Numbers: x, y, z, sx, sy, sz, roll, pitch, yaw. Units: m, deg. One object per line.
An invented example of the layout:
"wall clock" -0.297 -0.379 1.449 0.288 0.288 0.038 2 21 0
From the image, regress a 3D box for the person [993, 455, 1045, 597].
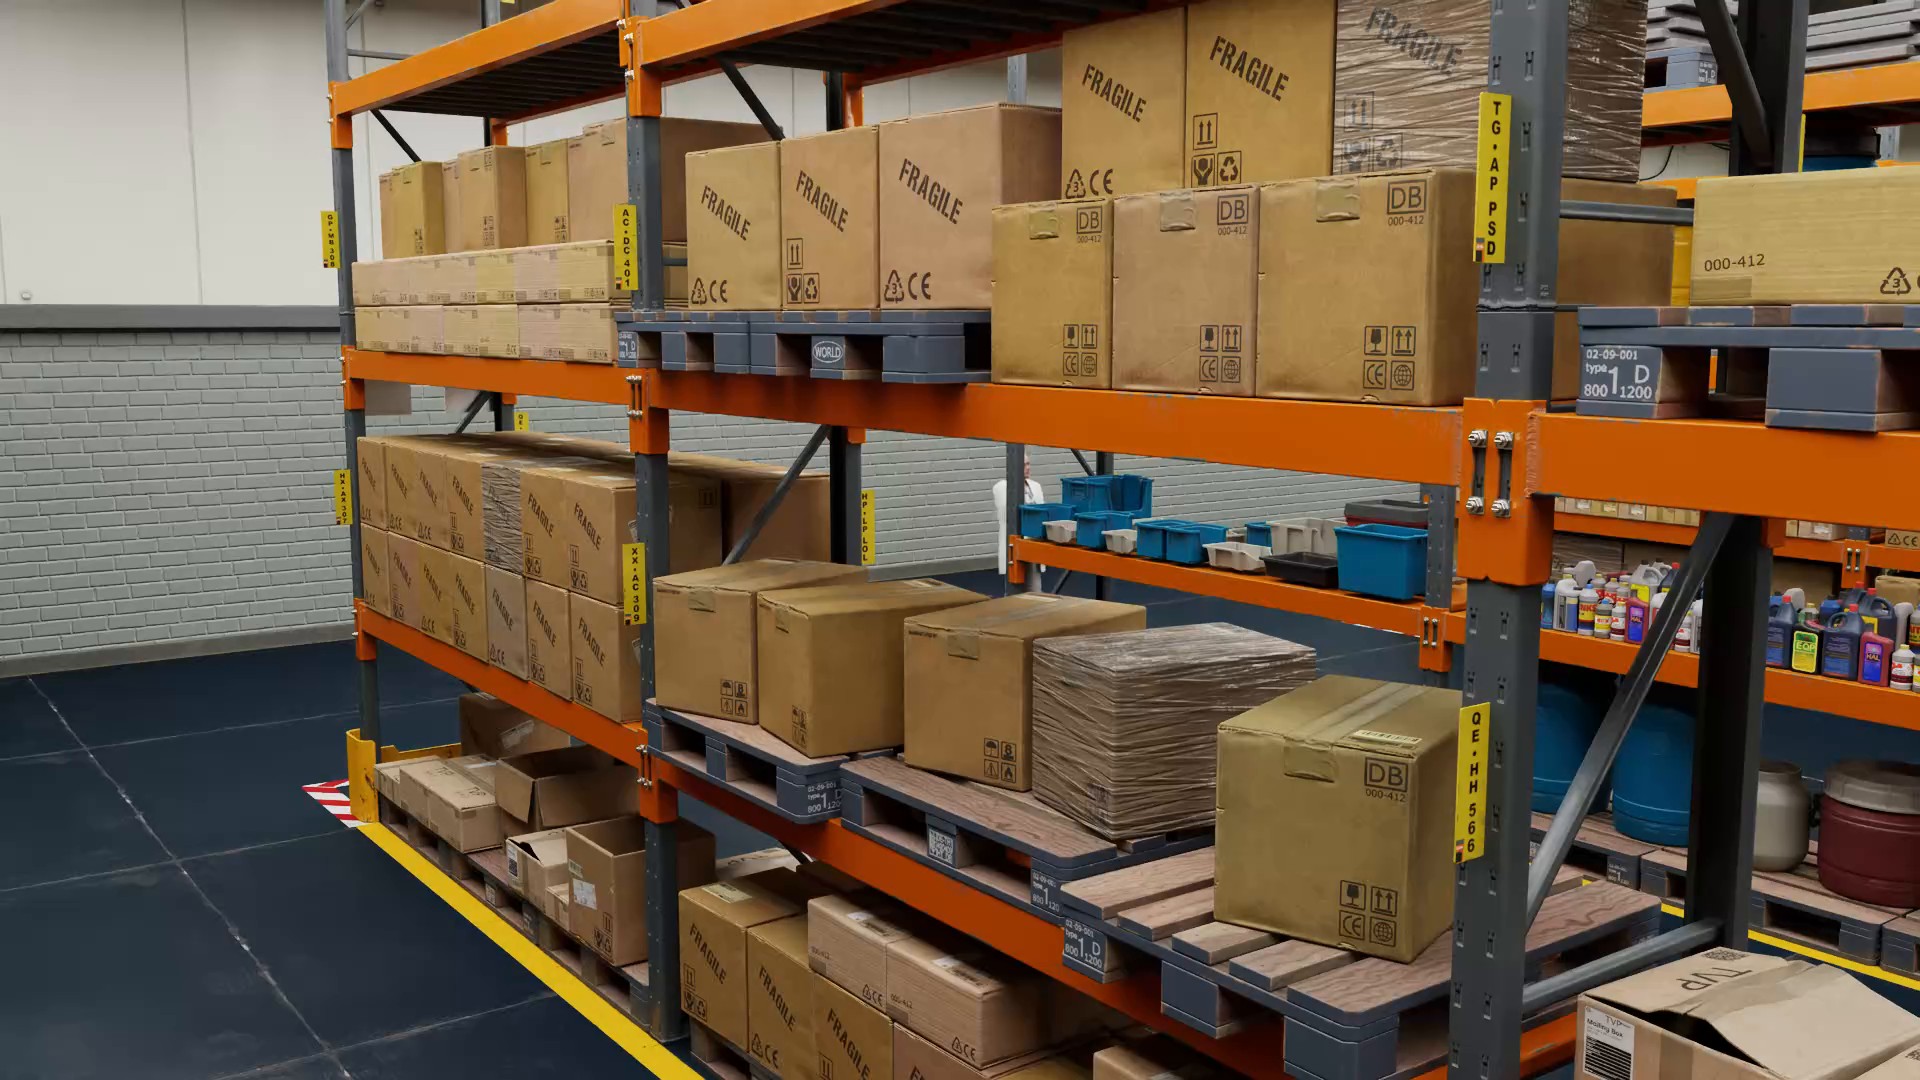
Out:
"person" 0.614 0.097 15.139 0.522 1.778 0.543 -6 9 -36
